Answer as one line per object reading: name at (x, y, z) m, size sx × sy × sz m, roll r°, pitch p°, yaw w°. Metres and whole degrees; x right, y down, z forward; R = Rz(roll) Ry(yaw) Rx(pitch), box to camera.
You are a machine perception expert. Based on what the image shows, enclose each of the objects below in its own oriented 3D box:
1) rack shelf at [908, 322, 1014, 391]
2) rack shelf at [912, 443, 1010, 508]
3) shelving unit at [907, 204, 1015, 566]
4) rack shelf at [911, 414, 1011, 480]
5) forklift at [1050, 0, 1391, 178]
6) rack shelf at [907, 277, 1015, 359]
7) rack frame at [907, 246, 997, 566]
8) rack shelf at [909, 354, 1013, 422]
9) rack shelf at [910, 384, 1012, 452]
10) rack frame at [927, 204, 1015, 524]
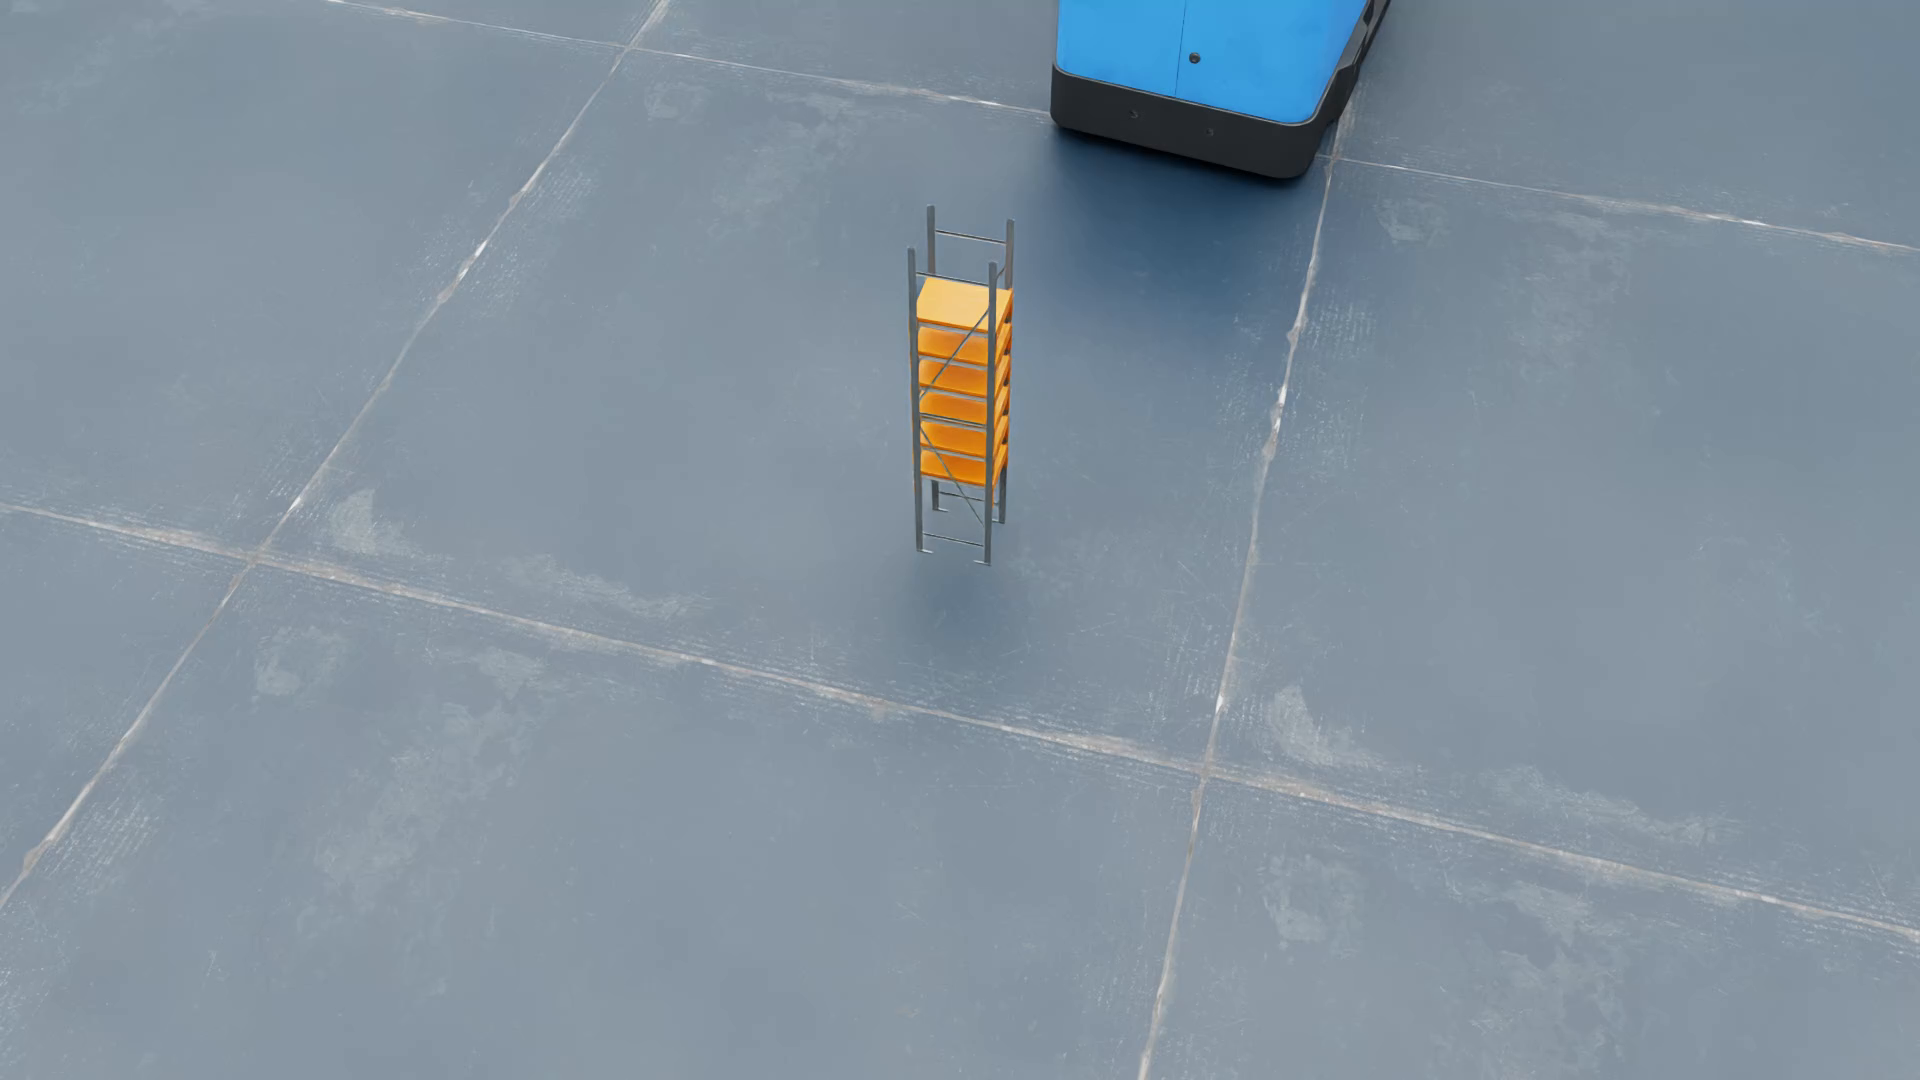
rack shelf at (0.004, -0.537, 4.663) m, size 0.258 × 0.103 × 0.180 m, roll 12°, pitch 50°, yaw 10°
rack shelf at (0.004, -0.219, 5.023) m, size 0.258 × 0.103 × 0.180 m, roll 12°, pitch 50°, yaw 10°
shelving unit at (0.004, -0.408, 4.809) m, size 0.258 × 1.200 × 0.189 m, roll 12°, pitch 50°, yaw 10°
rack shelf at (0.004, -0.299, 4.933) m, size 0.258 × 0.103 × 0.180 m, roll 12°, pitch 50°, yaw 10°
forklift at (1.394, -3.483, 6.369) m, size 1.130 × 2.935 × 3.031 m, roll 17°, pitch 51°, yaw 15°
rack shelf at (0.004, -0.616, 4.573) m, size 0.258 × 0.103 × 0.180 m, roll 12°, pitch 50°, yaw 10°
rack frame at (-0.020, -0.341, 4.751) m, size 0.240 × 1.200 × 0.006 m, roll 12°, pitch 50°, yaw 10°
rack shelf at (0.004, -0.458, 4.753) m, size 0.258 × 0.103 × 0.180 m, roll 12°, pitch 50°, yaw 10°
rack shelf at (0.004, -0.378, 4.843) m, size 0.258 × 0.103 × 0.180 m, roll 12°, pitch 50°, yaw 10°
rack frame at (0.028, -0.474, 4.868) m, size 0.240 × 1.200 × 0.006 m, roll 12°, pitch 50°, yaw 10°
